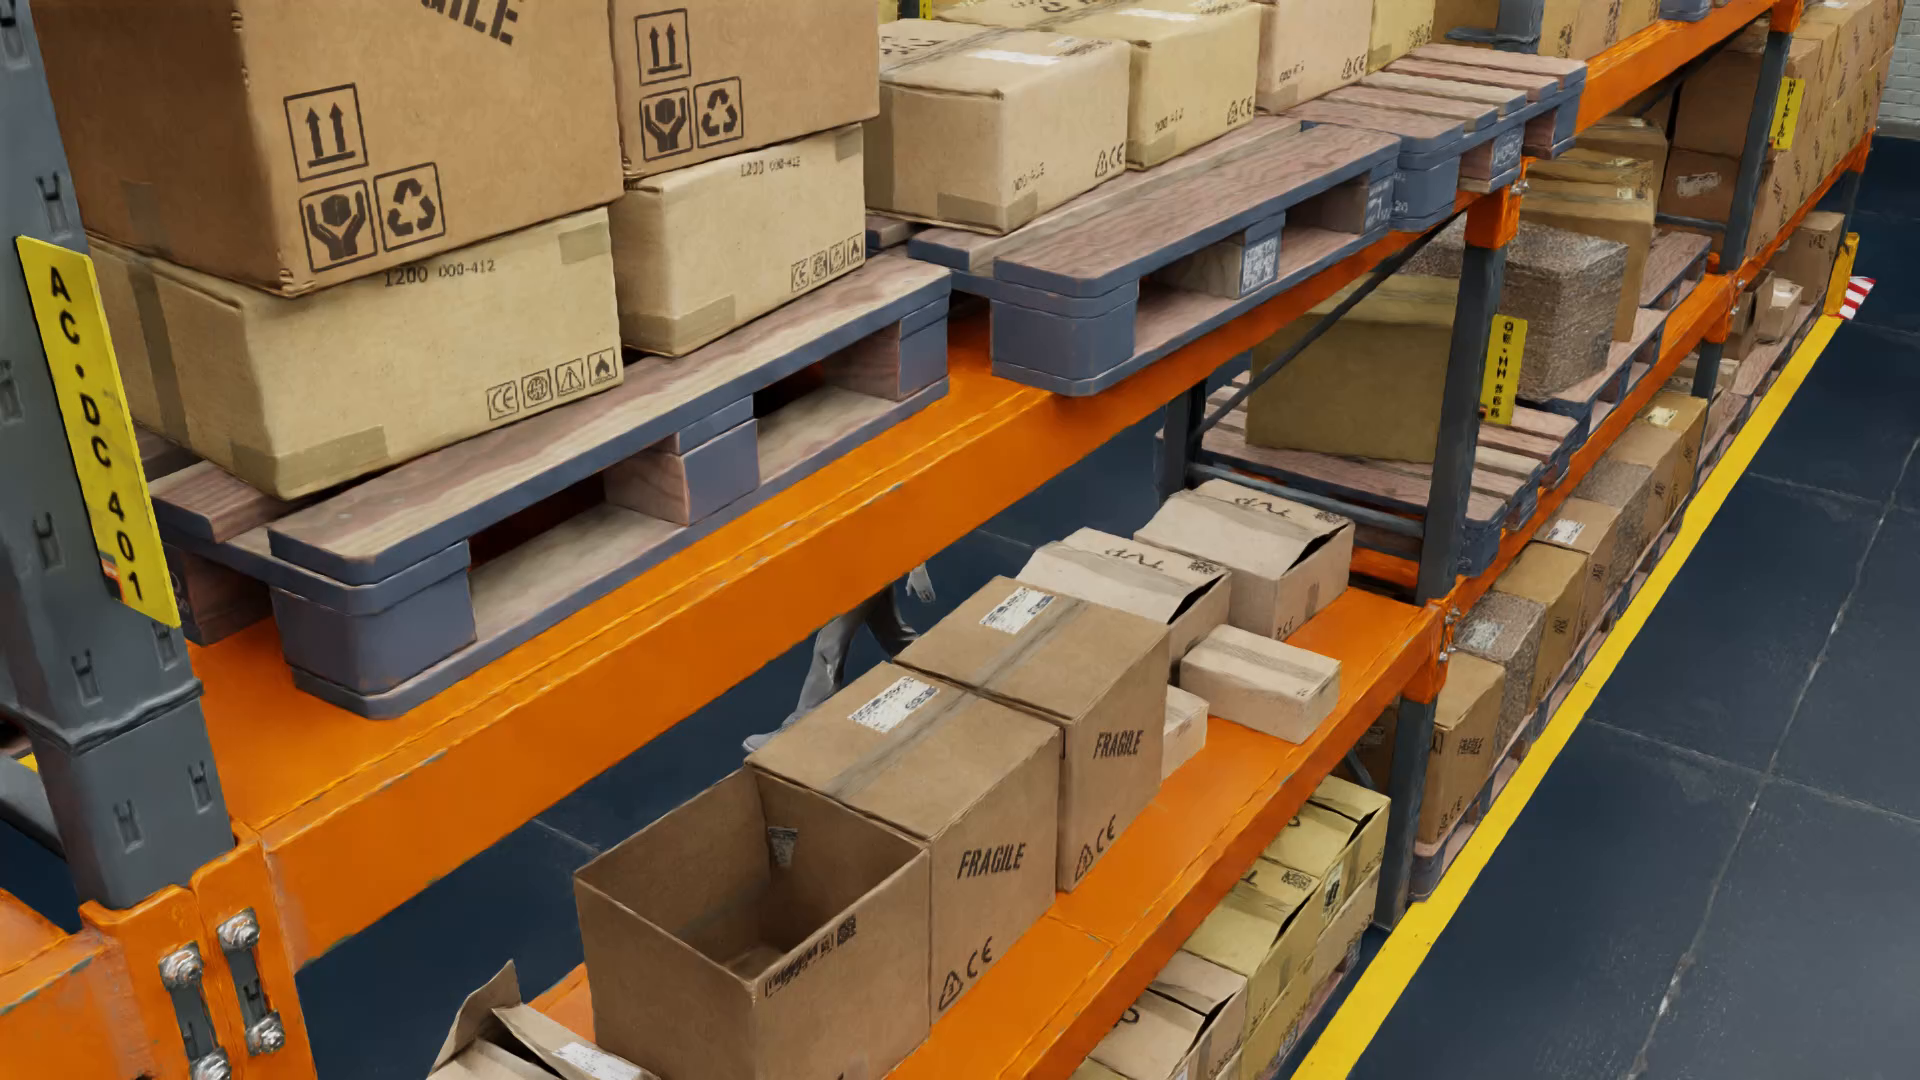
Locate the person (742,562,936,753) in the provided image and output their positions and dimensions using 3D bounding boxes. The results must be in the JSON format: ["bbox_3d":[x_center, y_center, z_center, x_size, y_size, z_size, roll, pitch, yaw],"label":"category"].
[{"bbox_3d":[-0.457,0.073,6.472,0.944,1.628,0.529,-12,29,-22],"label":"person"}]
